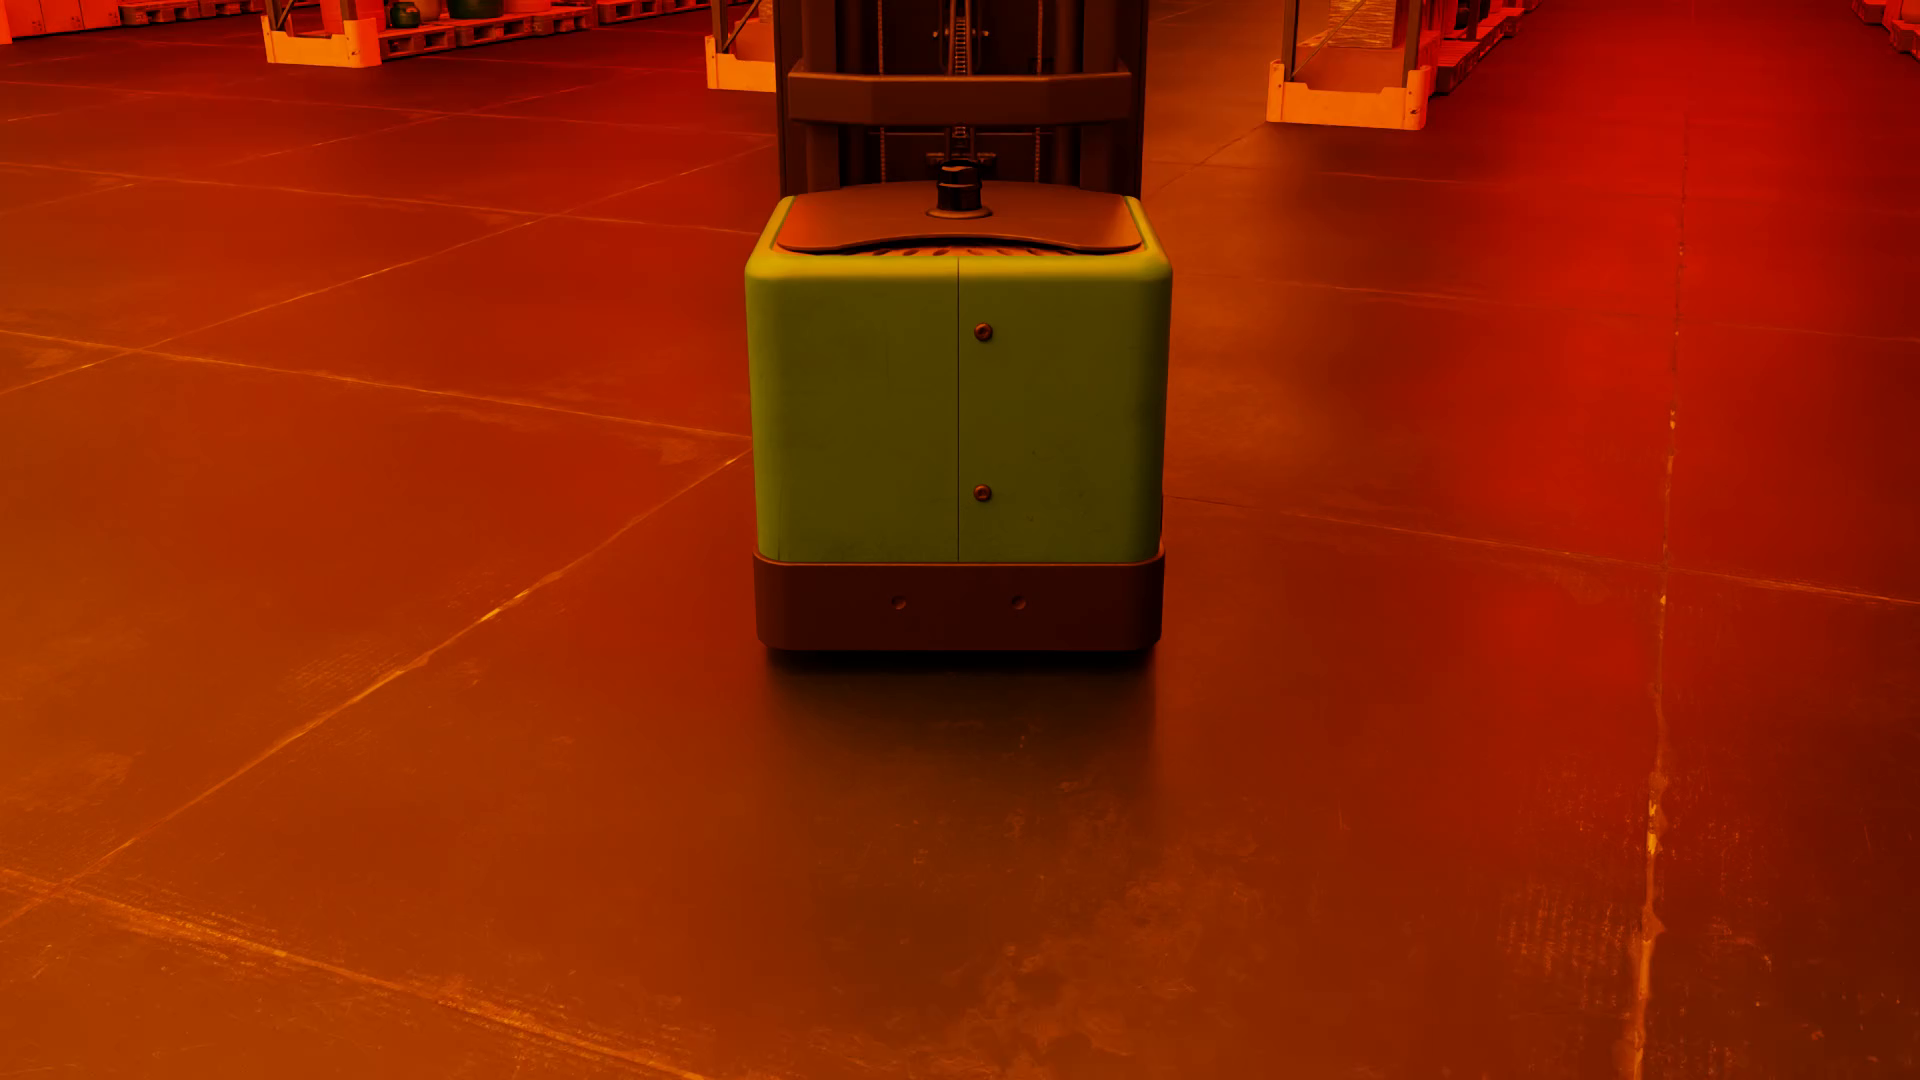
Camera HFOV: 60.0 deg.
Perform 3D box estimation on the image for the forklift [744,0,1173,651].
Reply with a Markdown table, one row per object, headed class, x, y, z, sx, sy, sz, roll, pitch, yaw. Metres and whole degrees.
| class | x | y | z | sx | sy | sz | roll | pitch | yaw |
| --- | --- | --- | --- | --- | --- | --- | --- | --- | --- |
| forklift | 0.002 | -1.587 | 5.089 | 1.130 | 2.935 | 3.031 | 0 | 23 | 0 |
